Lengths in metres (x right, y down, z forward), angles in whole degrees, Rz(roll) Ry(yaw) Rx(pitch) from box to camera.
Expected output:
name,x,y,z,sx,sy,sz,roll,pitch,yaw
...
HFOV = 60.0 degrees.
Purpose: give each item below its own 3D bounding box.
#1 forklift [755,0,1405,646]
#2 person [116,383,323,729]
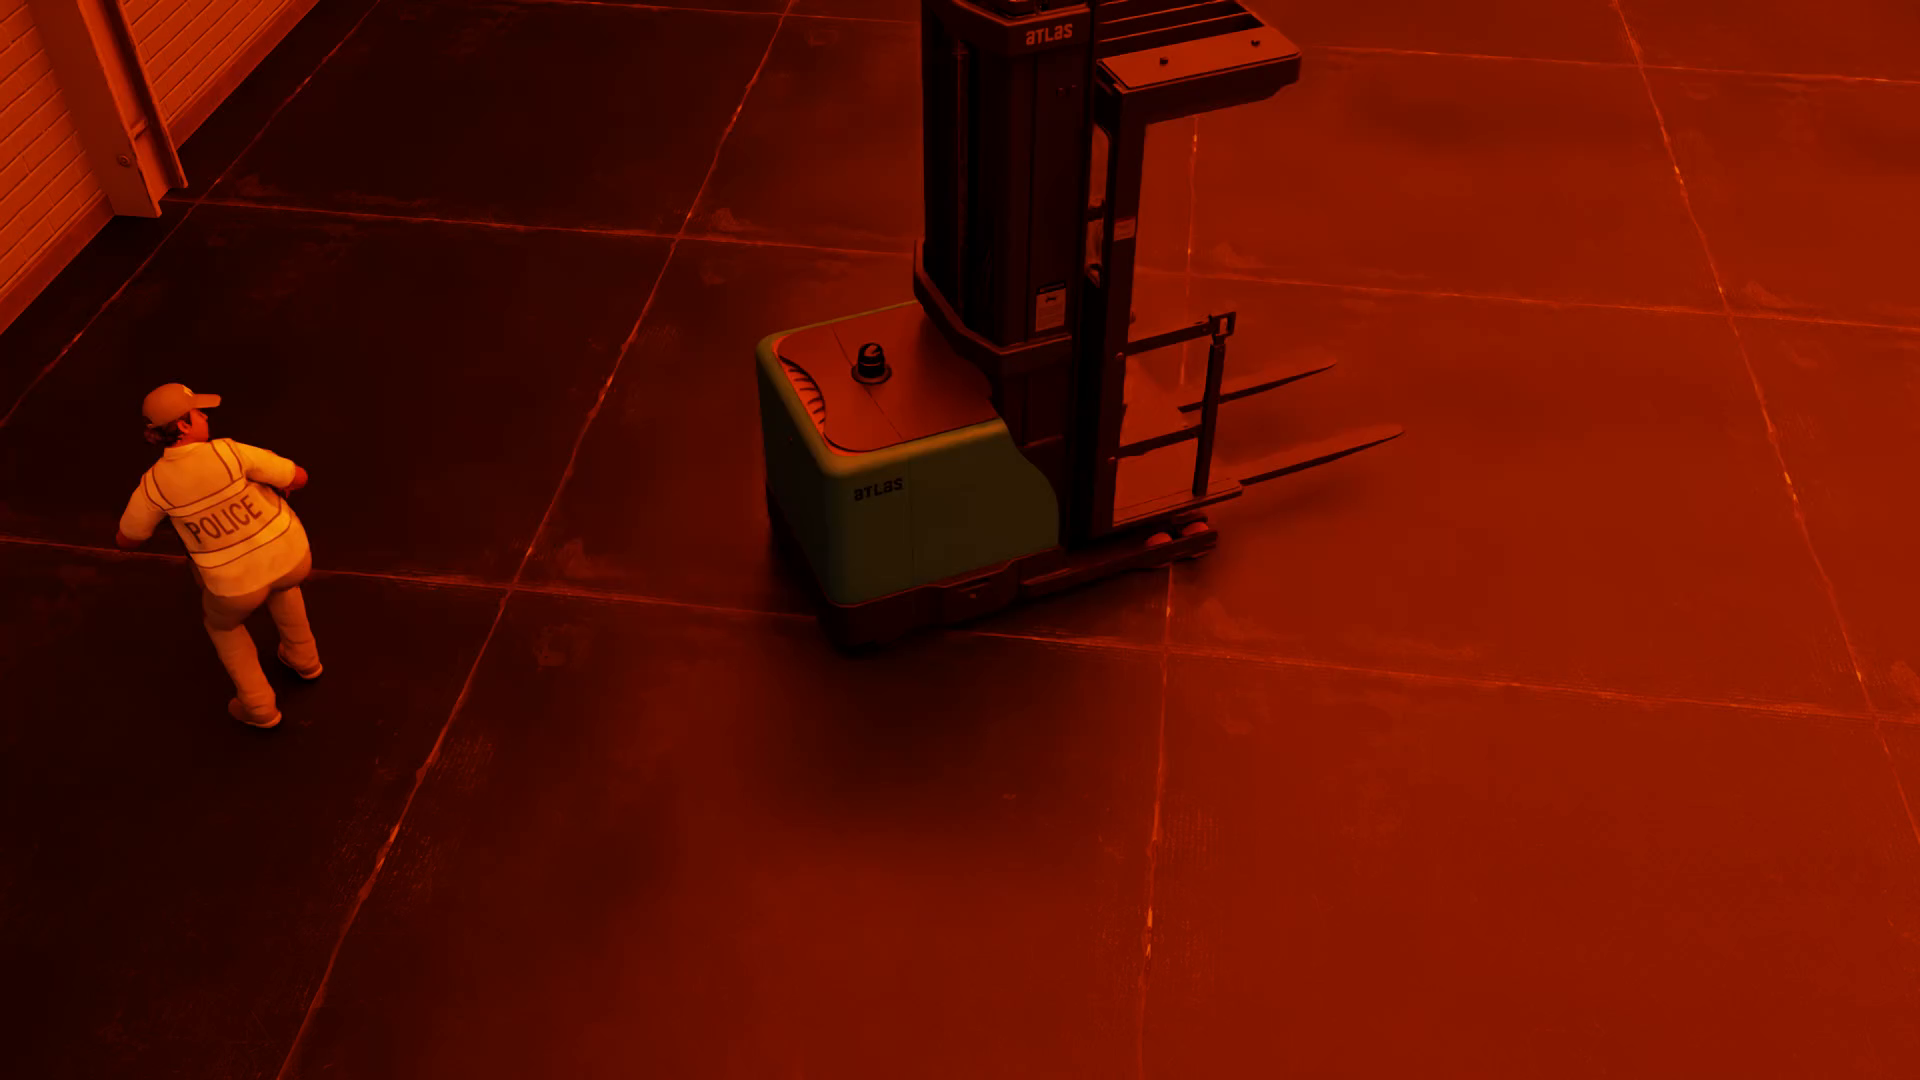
name,x,y,z,sx,sy,sz,roll,pitch,yaw
forklift,0.657,-1.263,7.099,3.031,2.935,1.130,-16,45,-17
person,-2.934,0.053,6.685,0.719,1.622,0.630,-28,49,-27
